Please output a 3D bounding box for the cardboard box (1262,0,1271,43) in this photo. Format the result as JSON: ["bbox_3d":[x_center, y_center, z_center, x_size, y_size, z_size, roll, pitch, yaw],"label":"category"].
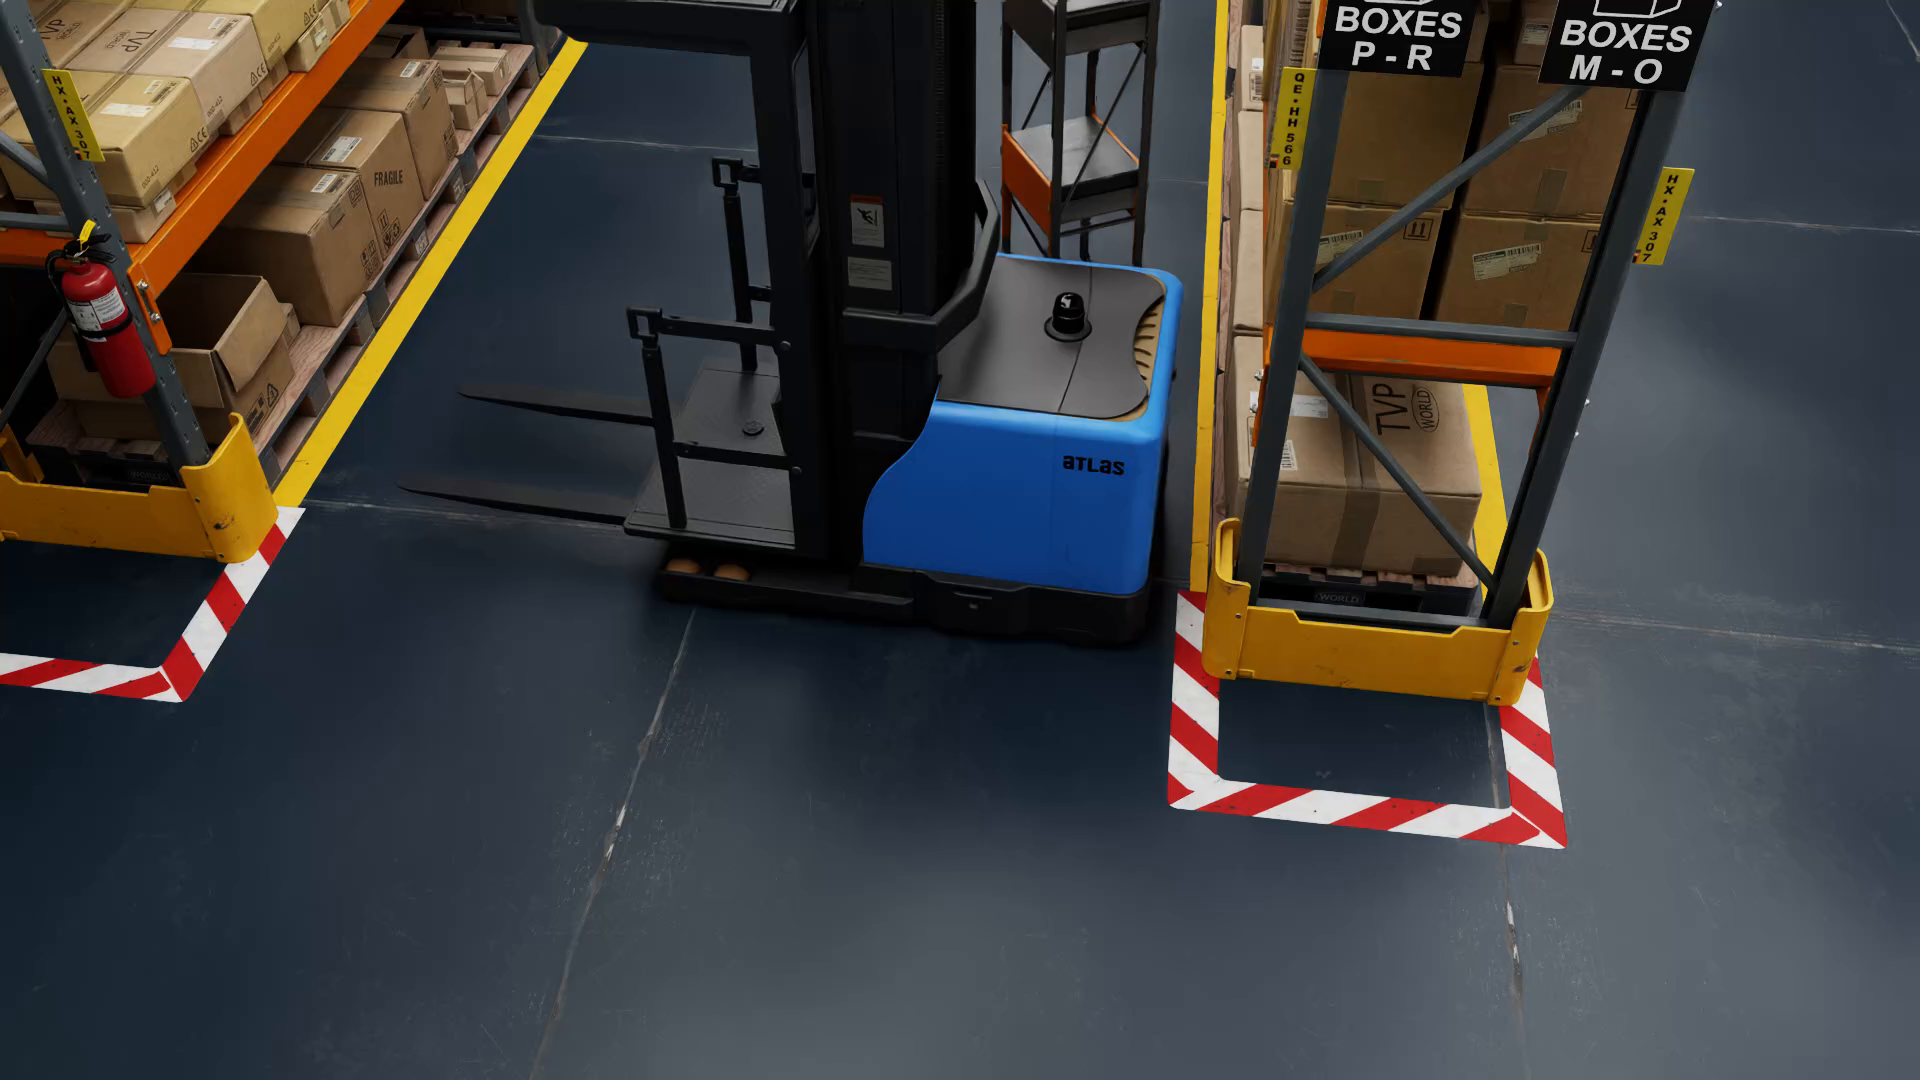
[{"bbox_3d":[1.572,-2.445,7.078,0.500,0.500,0.500,5,44,6],"label":"cardboard box"}]

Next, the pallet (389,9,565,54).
[{"bbox_3d":[-2.814,-3.379,10.165,1.003,0.211,1.213,5,44,6],"label":"pallet"}]

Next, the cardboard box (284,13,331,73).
[{"bbox_3d":[-2.878,-2.089,6.958,0.380,0.149,0.250,4,44,4],"label":"cardboard box"}]

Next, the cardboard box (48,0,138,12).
[{"bbox_3d":[-3.476,-2.188,6.771,0.500,0.250,0.500,7,44,7],"label":"cardboard box"}]

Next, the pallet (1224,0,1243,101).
[{"bbox_3d":[2.064,-2.906,9.665,1.003,0.211,1.213,5,44,6],"label":"pallet"}]

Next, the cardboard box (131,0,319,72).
[{"bbox_3d":[-2.956,-2.136,6.717,0.500,0.250,0.500,4,44,5],"label":"cardboard box"}]

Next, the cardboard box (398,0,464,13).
[{"bbox_3d":[-3.113,-3.440,9.714,0.500,0.500,0.500,5,44,5],"label":"cardboard box"}]

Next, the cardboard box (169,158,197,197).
[{"bbox_3d":[-3.110,-1.393,6.223,0.380,0.149,0.250,6,44,7],"label":"cardboard box"}]

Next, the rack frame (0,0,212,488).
[{"bbox_3d":[-3.413,-1.108,5.739,1.000,3.000,0.127,5,44,6],"label":"rack frame"}]

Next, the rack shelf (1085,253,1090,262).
[{"bbox_3d":[0.460,-0.851,7.150,0.431,0.518,0.480,-16,45,-15],"label":"rack shelf"}]

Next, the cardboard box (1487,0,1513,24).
[{"bbox_3d":[1.793,-1.696,5.088,0.380,0.149,0.250,6,44,7],"label":"cardboard box"}]

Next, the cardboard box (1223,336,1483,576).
[{"bbox_3d":[1.496,-0.340,6.486,0.875,0.438,0.875,4,44,4],"label":"cardboard box"}]

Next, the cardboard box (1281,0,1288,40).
[{"bbox_3d":[1.444,-2.105,5.991,0.500,0.500,0.500,5,44,5],"label":"cardboard box"}]

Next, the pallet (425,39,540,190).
[{"bbox_3d":[-2.976,-2.353,9.082,1.003,0.211,1.213,5,44,6],"label":"pallet"}]

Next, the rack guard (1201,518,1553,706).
[{"bbox_3d":[1.504,0.265,6.107,1.175,0.500,0.348,5,44,6],"label":"rack guard"}]

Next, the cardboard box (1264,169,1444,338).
[{"bbox_3d":[1.309,-1.048,5.603,0.500,0.500,0.500,5,44,6],"label":"cardboard box"}]

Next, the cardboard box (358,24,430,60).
[{"bbox_3d":[-3.206,-2.581,8.945,0.500,0.311,0.500,7,44,7],"label":"cardboard box"}]

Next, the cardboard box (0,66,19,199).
[{"bbox_3d":[-3.615,-1.499,6.044,0.500,0.250,0.500,6,44,7],"label":"cardboard box"}]

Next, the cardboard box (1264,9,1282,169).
[{"bbox_3d":[1.448,-1.741,6.334,0.500,0.500,0.500,6,44,7],"label":"cardboard box"}]

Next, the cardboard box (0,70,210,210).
[{"bbox_3d":[-3.086,-1.446,5.989,0.500,0.250,0.500,5,44,6],"label":"cardboard box"}]

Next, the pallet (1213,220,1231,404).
[{"bbox_3d":[1.699,-1.028,7.682,1.003,0.211,1.213,5,44,6],"label":"pallet"}]

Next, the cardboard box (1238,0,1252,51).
[{"bbox_3d":[2.039,-3.196,9.184,0.875,0.875,0.875,6,44,7],"label":"cardboard box"}]

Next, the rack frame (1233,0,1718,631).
[{"bbox_3d":[1.507,-0.659,5.265,1.000,3.000,0.127,5,44,6],"label":"rack frame"}]

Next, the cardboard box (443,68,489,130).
[{"bbox_3d":[-2.714,-2.344,8.727,0.396,0.266,0.258,7,44,7],"label":"cardboard box"}]

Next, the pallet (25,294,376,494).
[{"bbox_3d":[-3.299,-0.691,7.326,1.003,0.211,1.213,5,44,6],"label":"pallet"}]

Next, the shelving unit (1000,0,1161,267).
[{"bbox_3d":[0.449,-1.375,6.666,0.431,2.100,0.503,-16,45,-15],"label":"shelving unit"}]

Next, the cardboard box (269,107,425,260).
[{"bbox_3d":[-2.918,-1.691,7.867,0.500,0.500,0.500,6,44,6],"label":"cardboard box"}]

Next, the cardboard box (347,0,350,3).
[{"bbox_3d":[-2.898,-2.453,7.341,0.380,0.149,0.250,5,44,5],"label":"cardboard box"}]

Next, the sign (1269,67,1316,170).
[{"bbox_3d":[0.971,-1.225,4.847,0.100,0.325,0.005,5,44,6],"label":"sign"}]

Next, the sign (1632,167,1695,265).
[{"bbox_3d":[2.057,-0.948,4.882,0.100,0.325,0.005,5,44,6],"label":"sign"}]

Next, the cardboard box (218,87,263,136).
[{"bbox_3d":[-3.016,-1.742,6.591,0.380,0.149,0.250,7,44,7],"label":"cardboard box"}]

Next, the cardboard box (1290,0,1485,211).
[{"bbox_3d":[1.335,-1.409,5.256,0.500,0.500,0.500,7,44,7],"label":"cardboard box"}]

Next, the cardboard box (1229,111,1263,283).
[{"bbox_3d":[1.729,-1.579,7.794,0.875,0.438,0.875,4,44,4],"label":"cardboard box"}]

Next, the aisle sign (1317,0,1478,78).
[{"bbox_3d":[1.191,-1.582,4.349,0.394,0.787,0.004,5,44,6],"label":"aisle sign"}]

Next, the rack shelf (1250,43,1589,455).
[{"bbox_3d":[1.772,-1.761,6.952,1.077,0.370,4.000,5,44,6],"label":"rack shelf"}]

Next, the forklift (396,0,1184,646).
[{"bbox_3d":[-0.712,-1.159,5.842,3.031,2.935,1.130,7,44,8],"label":"forklift"}]

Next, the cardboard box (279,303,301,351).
[{"bbox_3d":[-3.144,-0.920,7.308,0.380,0.149,0.250,4,44,4],"label":"cardboard box"}]

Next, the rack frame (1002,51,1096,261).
[{"bbox_3d":[0.359,-1.528,6.833,0.400,2.100,0.015,-16,45,-15],"label":"rack frame"}]
